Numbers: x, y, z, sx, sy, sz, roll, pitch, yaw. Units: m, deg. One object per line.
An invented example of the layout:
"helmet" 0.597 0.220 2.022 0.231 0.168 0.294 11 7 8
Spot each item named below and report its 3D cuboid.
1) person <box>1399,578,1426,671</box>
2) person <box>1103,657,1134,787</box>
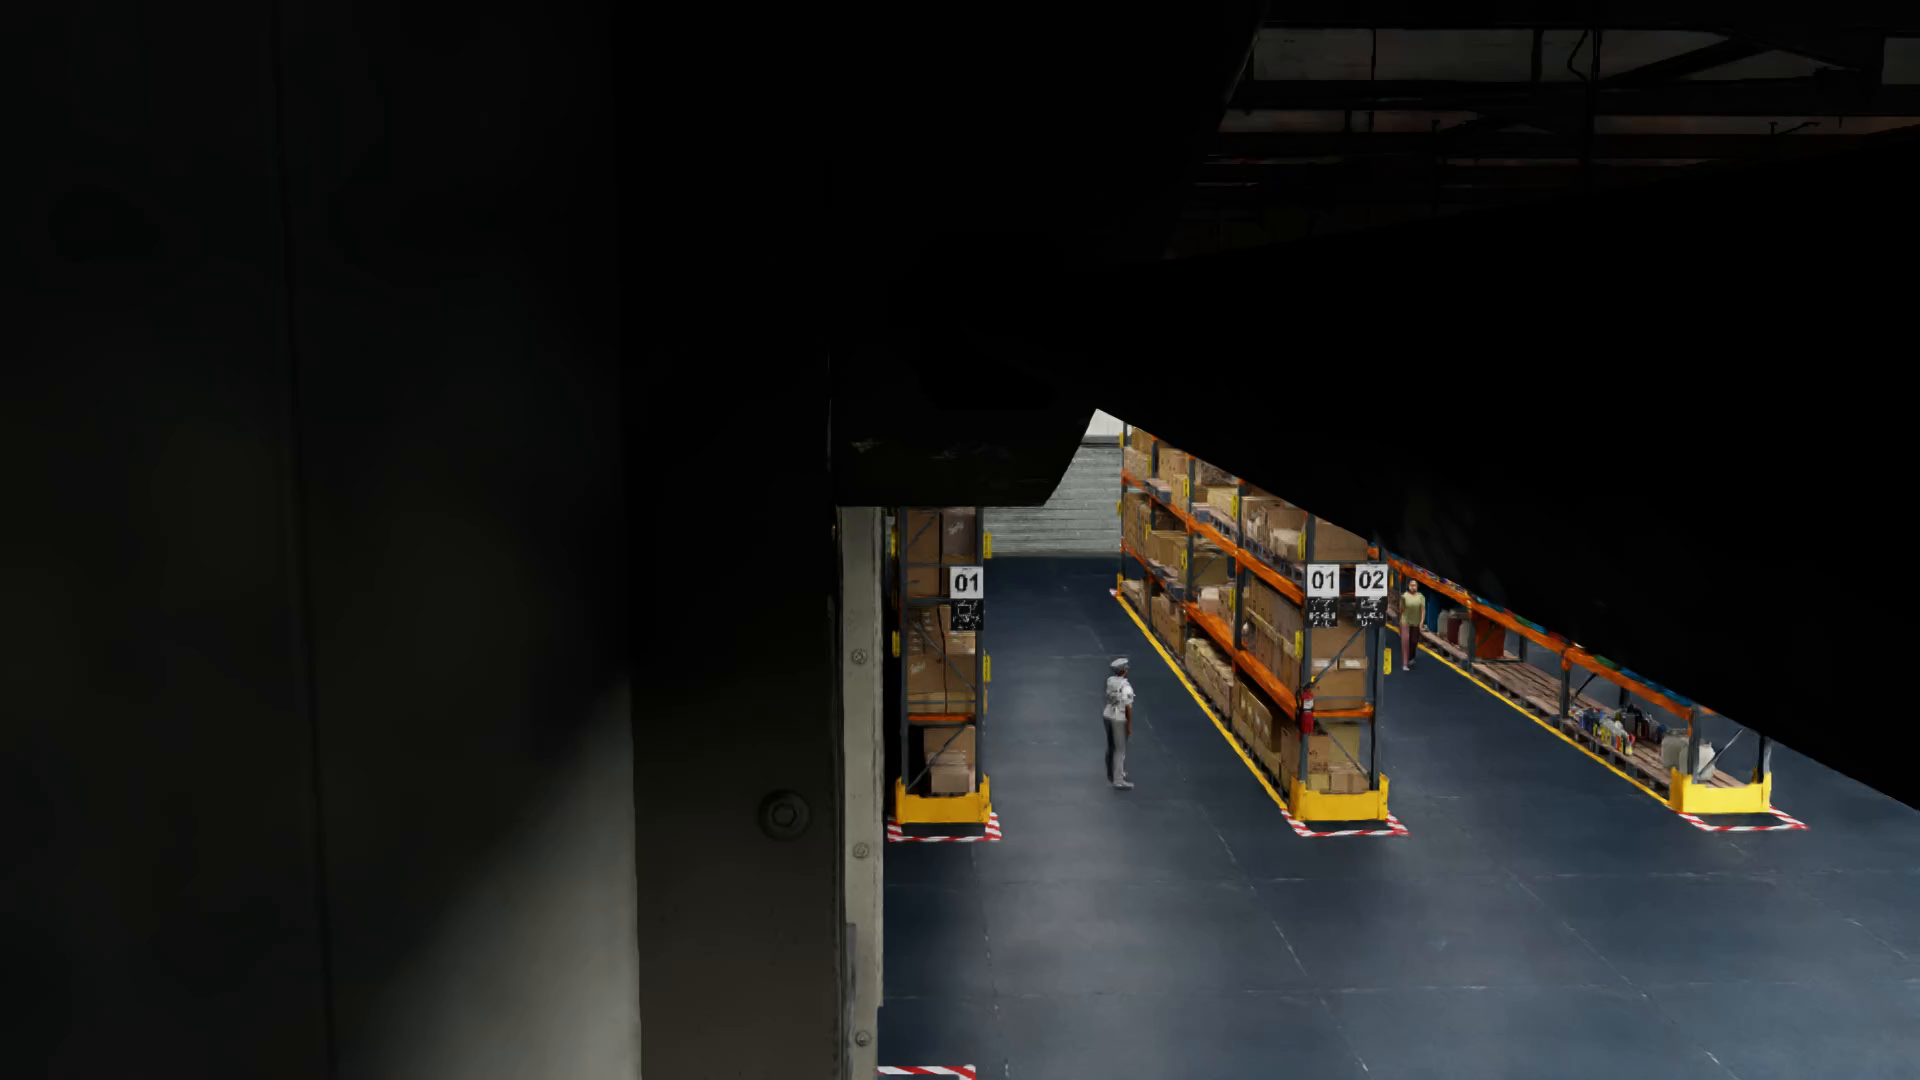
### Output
"person" 7.903 1.450 29.065 0.444 1.609 1.026 1 8 7
"person" 2.129 2.399 22.064 0.430 1.684 0.560 -6 10 -34
